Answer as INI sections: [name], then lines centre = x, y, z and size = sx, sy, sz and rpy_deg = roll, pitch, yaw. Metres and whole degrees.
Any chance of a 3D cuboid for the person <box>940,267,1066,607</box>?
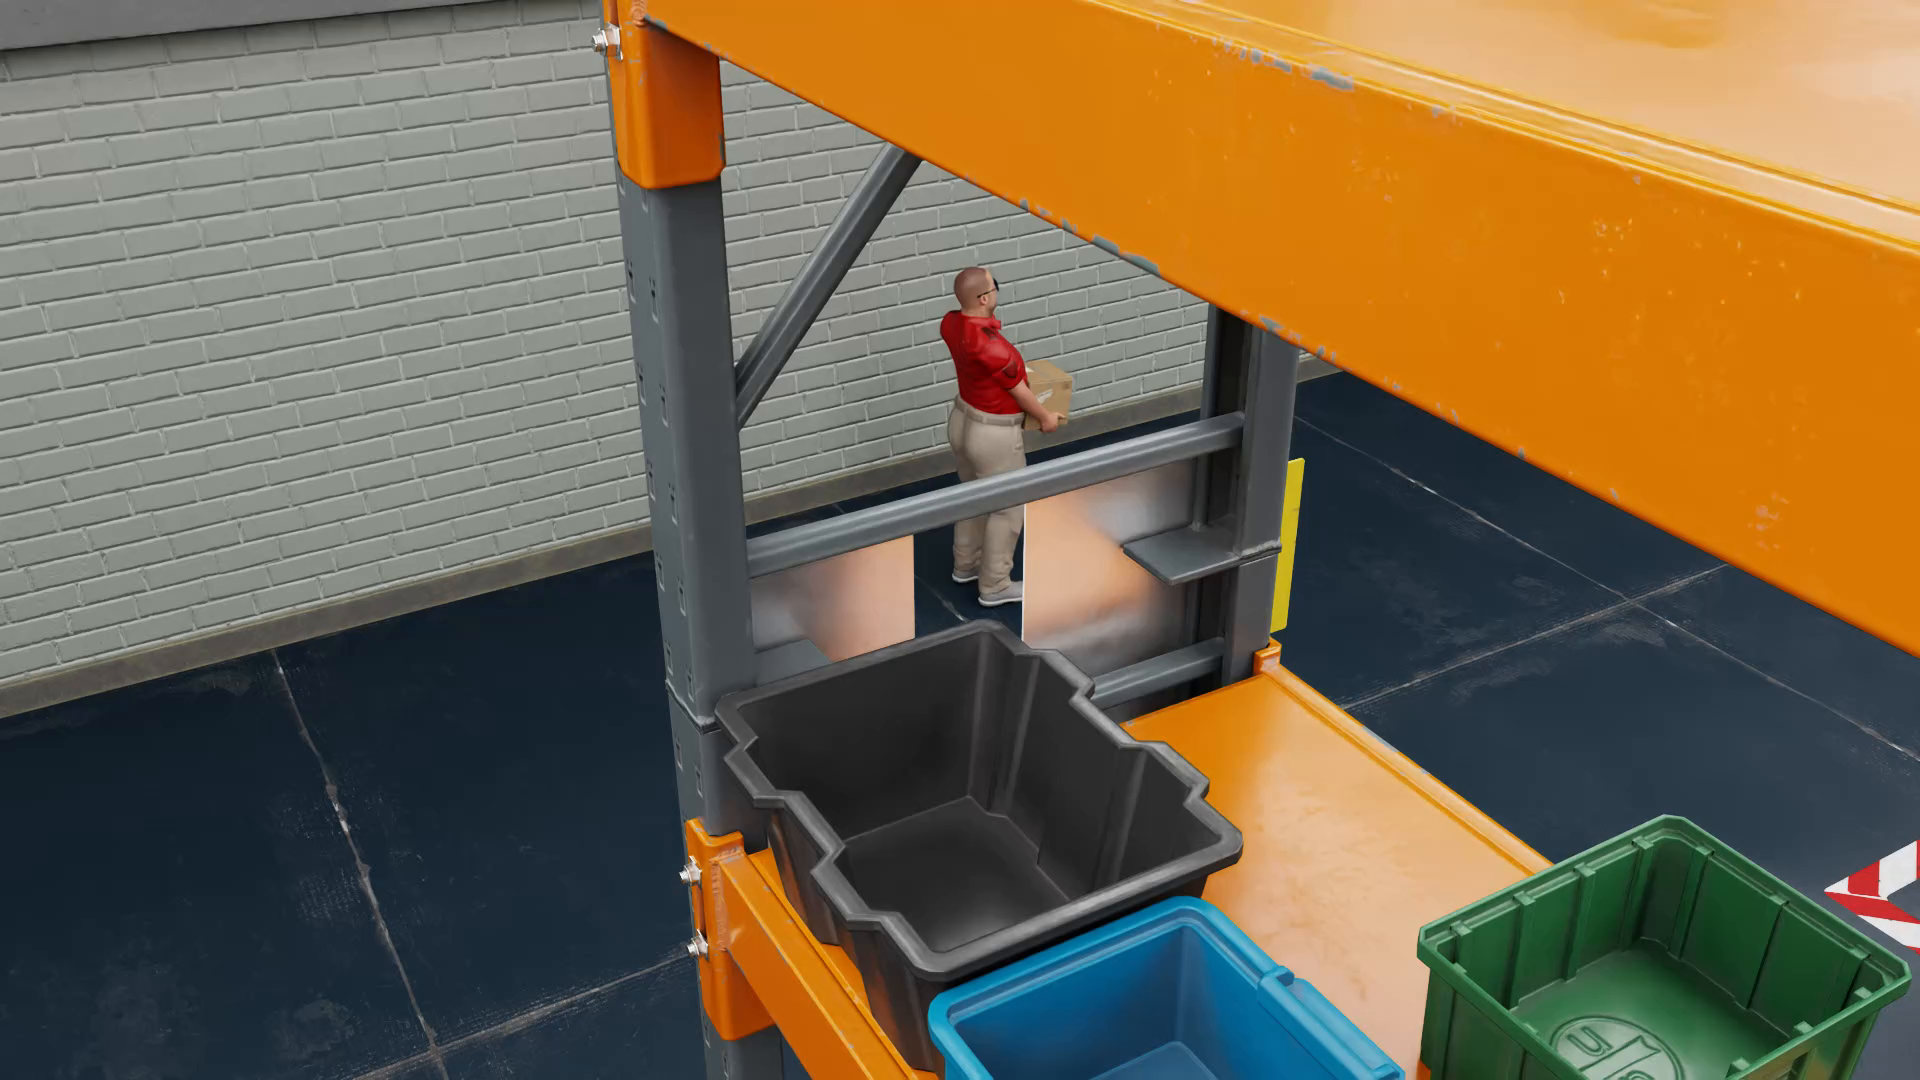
[person]
centre = 0.209, -0.534, 8.124
size = 0.536, 1.713, 0.494
rpy_deg = -16, 33, -26
